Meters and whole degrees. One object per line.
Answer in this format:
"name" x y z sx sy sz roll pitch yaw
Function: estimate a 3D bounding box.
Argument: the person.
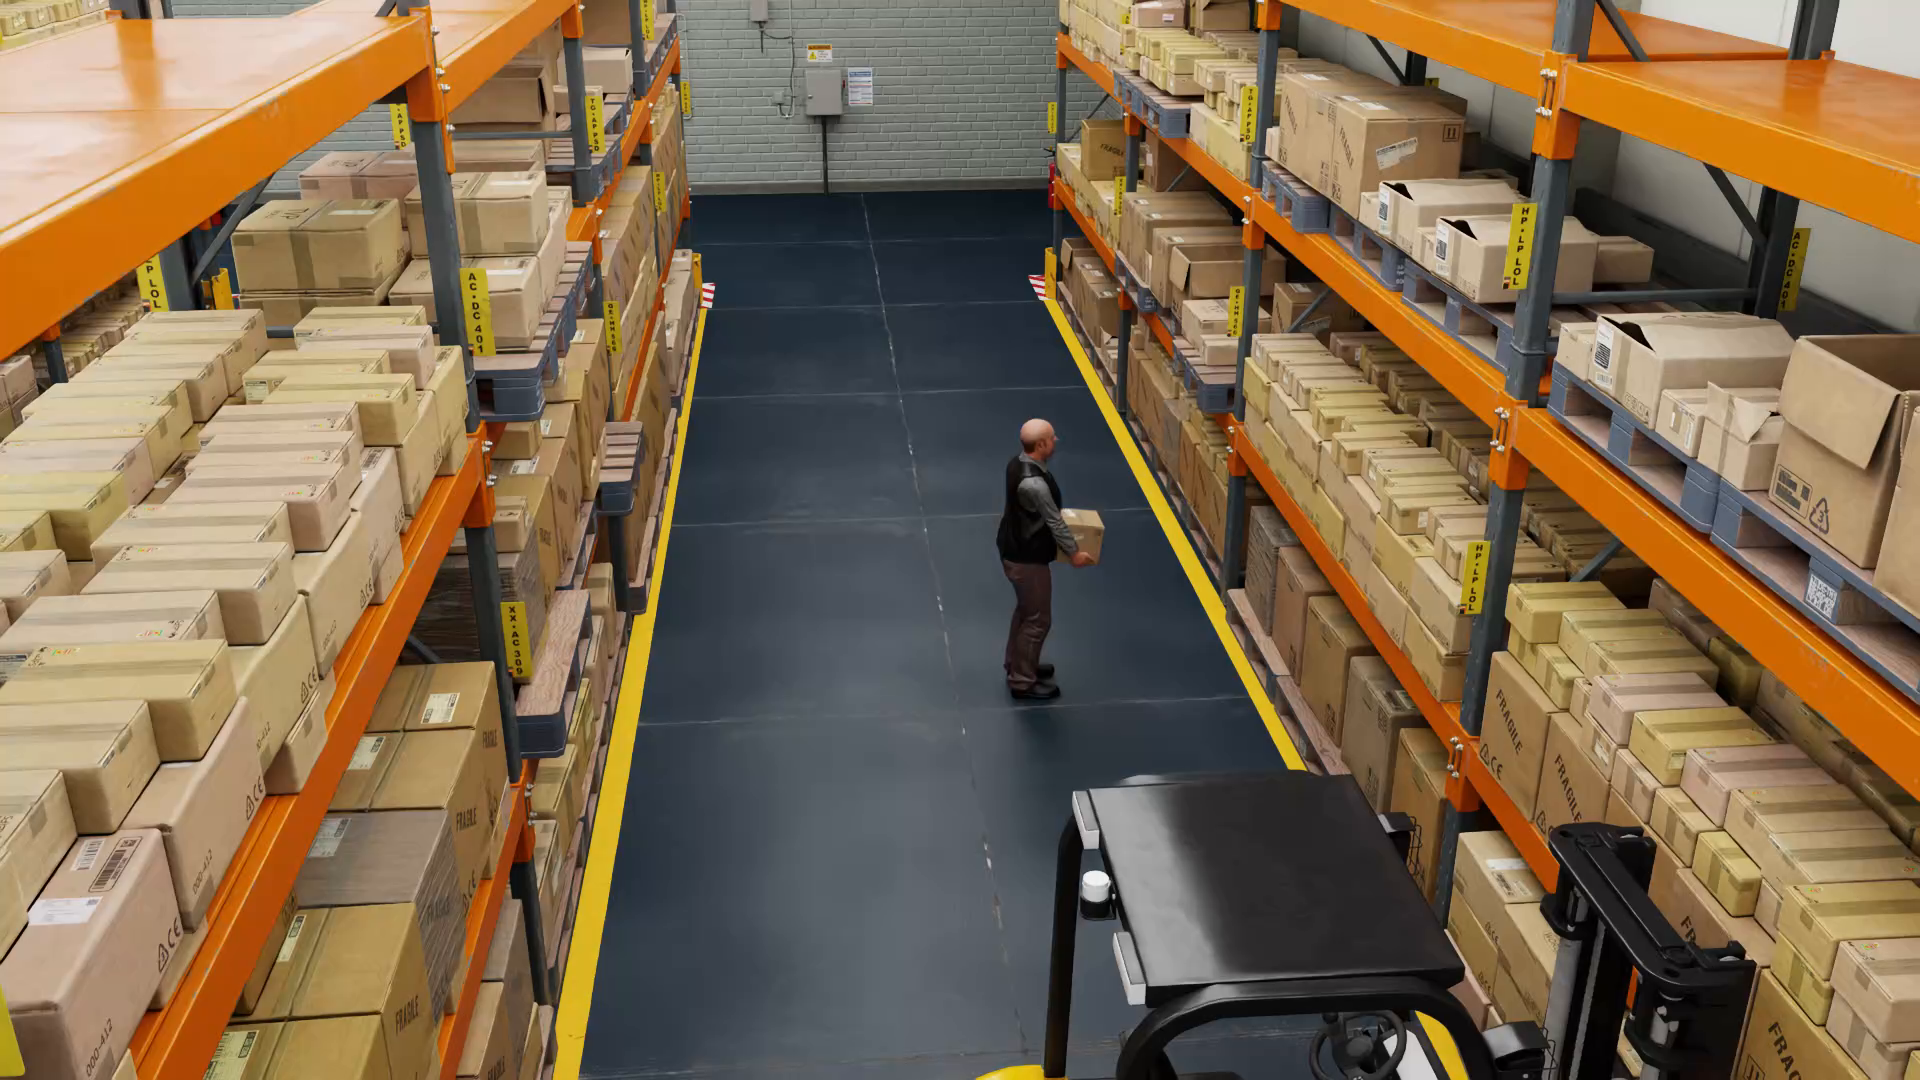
"person" 0.500 0.094 9.925 0.558 1.720 0.494 -3 24 -6
